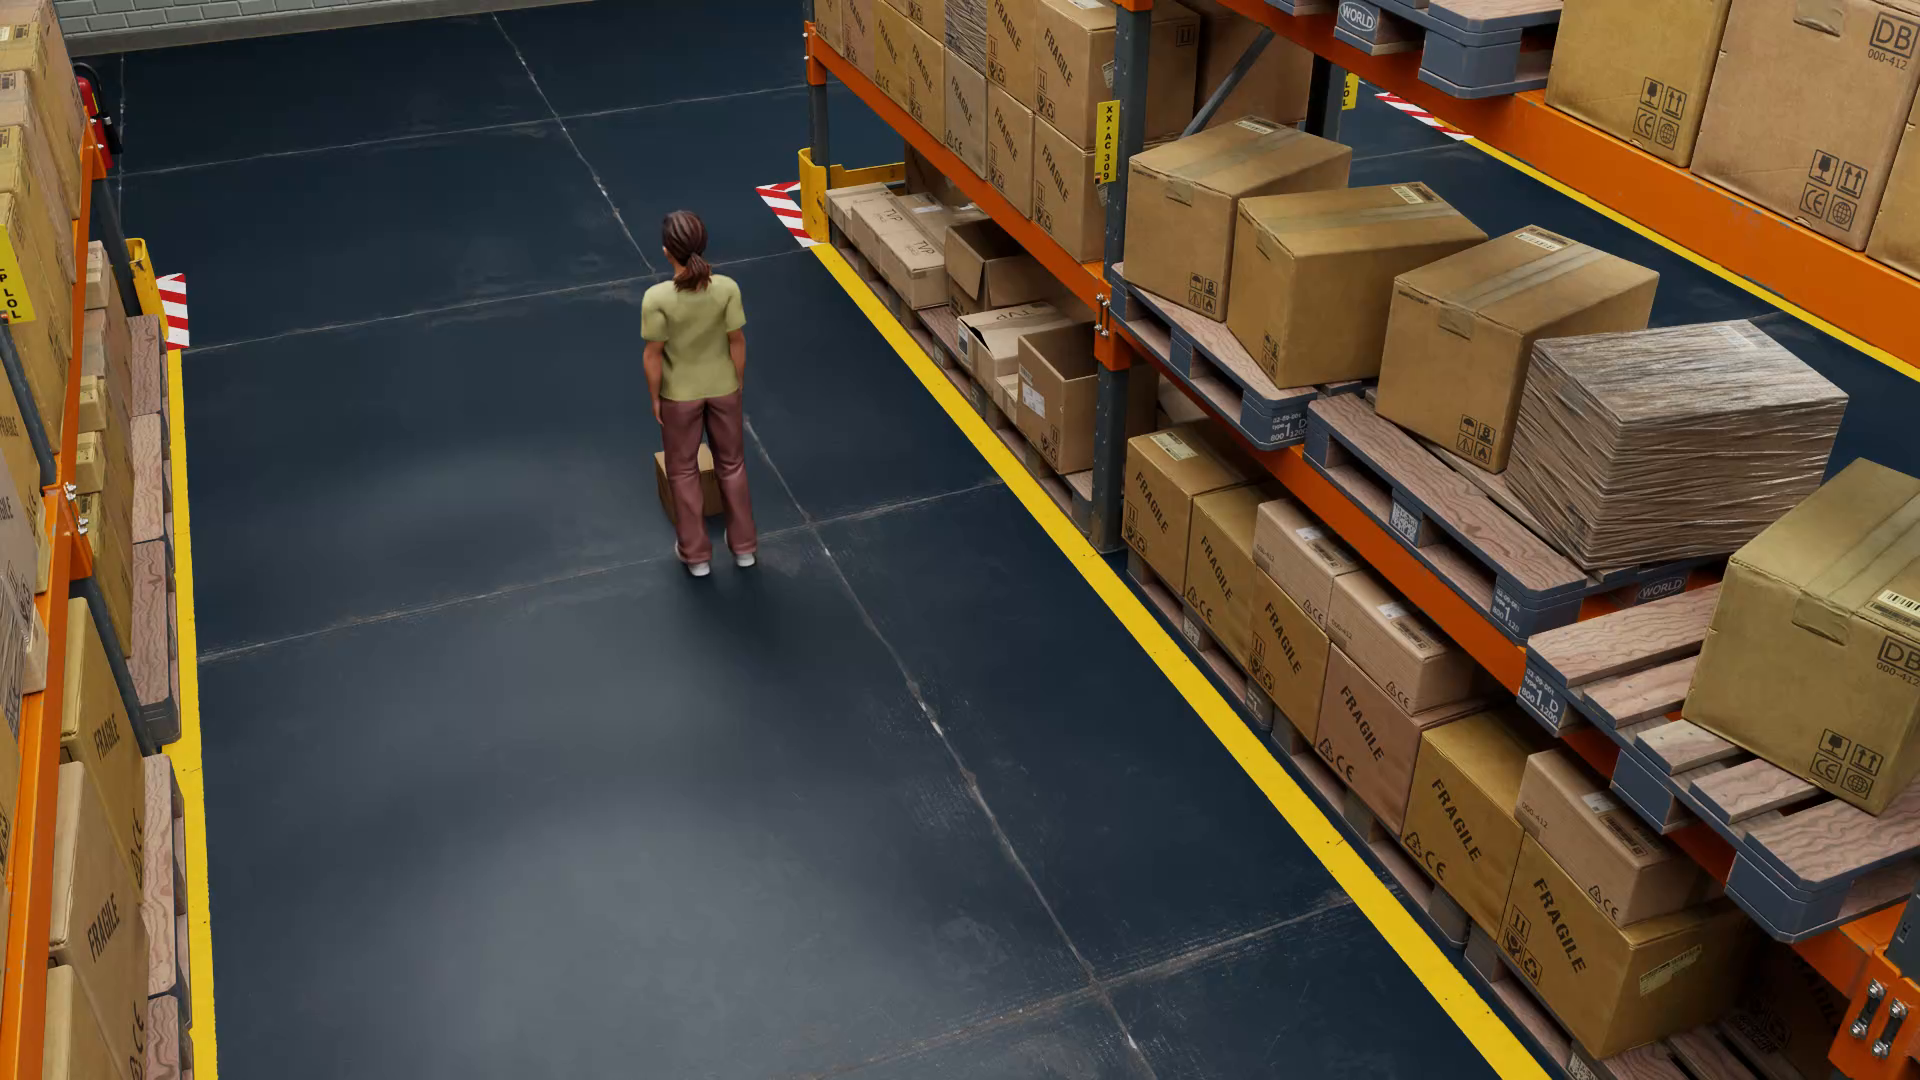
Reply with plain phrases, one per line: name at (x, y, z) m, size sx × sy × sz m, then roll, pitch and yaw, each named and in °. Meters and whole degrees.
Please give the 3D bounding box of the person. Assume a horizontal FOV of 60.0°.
person at (-1.109, -0.607, 7.061) m, size 0.441 × 1.671 × 0.361 m, roll -12°, pitch 35°, yaw -18°
